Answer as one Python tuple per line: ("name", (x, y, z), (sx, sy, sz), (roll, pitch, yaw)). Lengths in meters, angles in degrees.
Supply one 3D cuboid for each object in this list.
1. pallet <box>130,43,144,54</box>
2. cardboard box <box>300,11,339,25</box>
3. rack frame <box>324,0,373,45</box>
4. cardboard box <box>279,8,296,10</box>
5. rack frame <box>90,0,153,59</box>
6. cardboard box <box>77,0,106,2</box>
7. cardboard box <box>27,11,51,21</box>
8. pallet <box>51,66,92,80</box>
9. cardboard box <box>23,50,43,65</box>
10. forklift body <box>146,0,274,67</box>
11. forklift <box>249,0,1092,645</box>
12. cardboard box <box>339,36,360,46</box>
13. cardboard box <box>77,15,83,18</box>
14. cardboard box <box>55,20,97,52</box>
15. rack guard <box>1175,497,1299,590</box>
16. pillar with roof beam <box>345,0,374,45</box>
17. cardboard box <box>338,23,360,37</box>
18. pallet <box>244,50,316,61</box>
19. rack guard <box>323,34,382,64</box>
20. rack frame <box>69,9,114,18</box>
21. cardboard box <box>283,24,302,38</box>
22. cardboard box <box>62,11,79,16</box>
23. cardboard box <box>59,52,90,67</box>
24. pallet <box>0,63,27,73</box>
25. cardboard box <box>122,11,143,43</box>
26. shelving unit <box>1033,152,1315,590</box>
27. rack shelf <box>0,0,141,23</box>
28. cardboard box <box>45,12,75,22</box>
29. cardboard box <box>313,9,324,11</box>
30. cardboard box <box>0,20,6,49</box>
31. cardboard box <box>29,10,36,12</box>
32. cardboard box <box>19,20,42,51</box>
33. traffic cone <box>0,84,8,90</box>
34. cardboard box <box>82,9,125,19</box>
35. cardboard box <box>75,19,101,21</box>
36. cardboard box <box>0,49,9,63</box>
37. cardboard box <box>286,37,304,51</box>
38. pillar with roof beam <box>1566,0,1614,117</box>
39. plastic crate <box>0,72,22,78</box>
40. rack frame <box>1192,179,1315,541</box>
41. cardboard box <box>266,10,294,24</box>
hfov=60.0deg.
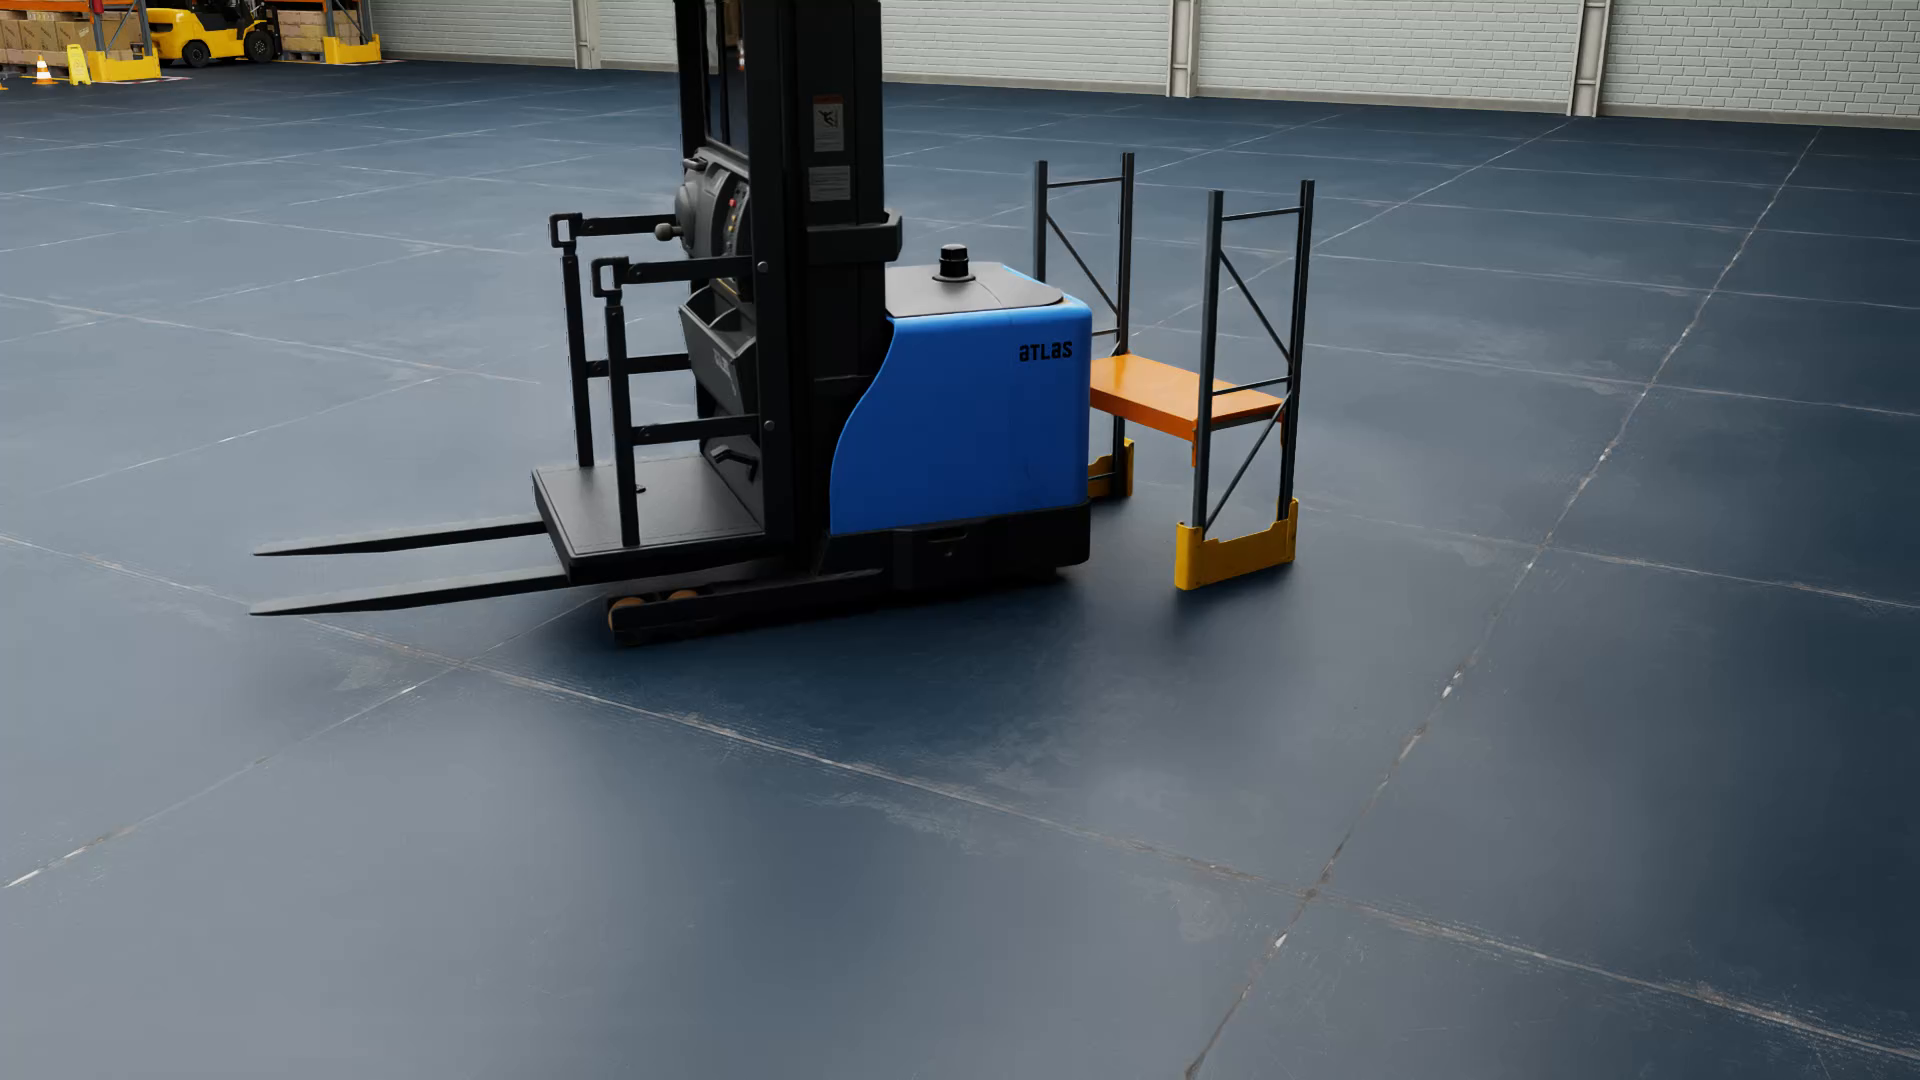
("pallet", (-17.315, -10.610, 35.804), (1.213, 0.211, 1.003), (11, 23, 27))
("cardboard box", (-12.646, -10.301, 32.813), (0.500, 0.250, 0.500), (12, 23, 29))
("rack frame", (-12.092, -10.942, 32.631), (0.127, 3.000, 1.000), (11, 23, 27))
("cardboard box", (-13.733, -10.709, 33.938), (0.500, 0.250, 0.500), (10, 22, 26))
("rack frame", (-14.509, -9.464, 28.556), (0.127, 3.000, 1.000), (11, 23, 27))
("cardboard box", (-14.940, -9.344, 28.594), (0.250, 0.149, 0.380), (12, 23, 29))
("cardboard box", (-16.136, -9.210, 29.221), (0.250, 0.149, 0.380), (12, 23, 30))
("pallet", (-15.268, -8.311, 29.467), (1.213, 0.211, 1.003), (11, 23, 27))
("cardboard box", (-16.254, -8.597, 29.582), (0.500, 0.250, 0.500), (10, 22, 25))
("forklift body", (-14.637, -10.315, 32.148), (1.214, 2.155, 2.313), (11, 23, 27))
("forklift", (-1.067, -1.211, 5.905), (3.031, 2.935, 1.130), (-7, 21, -19))
("cardboard box", (-12.425, -9.987, 33.414), (0.500, 0.250, 0.500), (11, 23, 28))
("cardboard box", (-19.550, -11.301, 36.671), (0.500, 0.500, 0.500), (12, 23, 29))
("cardboard box", (-15.336, -8.777, 28.978), (0.500, 0.500, 0.500), (11, 23, 28))
("rack guard", (1.081, 0.008, 6.477), (0.587, 0.250, 0.087), (-13, 24, -32))
("pillar with roof beam", (-14.360, -12.865, 29.134), (0.400, 9.000, 9.100), (11, 23, 27))
("cardboard box", (-12.401, -10.222, 33.329), (0.500, 0.250, 0.500), (11, 23, 28))
("pallet", (-13.841, -9.949, 33.983), (1.213, 0.211, 1.003), (11, 23, 27))
("rack guard", (-12.071, -9.763, 33.046), (0.348, 0.500, 1.175), (11, 23, 27))
("rack frame", (-19.076, -12.272, 36.299), (0.127, 3.000, 1.000), (11, 23, 27))
("cardboard box", (-13.102, -10.156, 33.148), (0.500, 0.250, 0.500), (11, 22, 27))
("cardboard box", (-19.631, -11.606, 36.561), (0.250, 0.149, 0.380), (10, 22, 25))
("cardboard box", (-15.367, -8.427, 29.114), (0.500, 0.250, 0.500), (11, 23, 27))
("pallet", (-17.398, -8.717, 30.586), (1.213, 0.211, 1.003), (11, 23, 27))
("cardboard box", (-17.376, -11.027, 35.733), (0.625, 0.625, 0.875), (10, 22, 25))
("shelving unit", (0.796, -0.719, 6.648), (0.587, 1.500, 1.083), (-13, 24, -32))
("rack shelf", (-16.255, -9.458, 29.595), (4.000, 0.370, 1.077), (11, 23, 27))
("cardboard box", (-15.689, -9.123, 28.981), (0.250, 0.149, 0.380), (12, 23, 29))
("cardboard box", (-12.857, -10.535, 33.460), (0.500, 0.250, 0.500), (11, 23, 27))
("cardboard box", (-17.145, -9.122, 29.931), (0.500, 0.500, 0.500), (12, 23, 29))
("cardboard box", (-20.519, -11.798, 37.090), (0.250, 0.149, 0.380), (10, 22, 26))
("cardboard box", (-16.230, -8.948, 29.452), (0.500, 0.500, 0.500), (10, 22, 26))
("traffic cone", (-15.758, -7.572, 27.060), (0.334, 0.463, 0.336), (11, 23, 27))
("cardboard box", (-18.538, -11.246, 36.335), (0.625, 0.625, 0.875), (12, 23, 29))
("cardboard box", (-15.558, -9.027, 29.668), (0.500, 0.500, 0.500), (10, 22, 25))
("cardboard box", (-17.147, -8.770, 30.059), (0.500, 0.250, 0.500), (12, 23, 30))
("cardboard box", (-13.086, -9.916, 33.220), (0.500, 0.250, 0.500), (11, 23, 27))
("pillar with roof beam", (6.593, -8.873, 18.131), (0.400, 9.000, 9.100), (11, 23, 27))
("plastic crate", (-17.031, -8.251, 29.495), (0.583, 0.080, 0.402), (3, 20, 9))
("rack frame", (1.092, -0.574, 6.249), (0.500, 1.500, 0.032), (-13, 24, -32))
("cardboard box", (-13.540, -10.465, 33.265), (0.500, 0.250, 0.500), (11, 23, 28))
